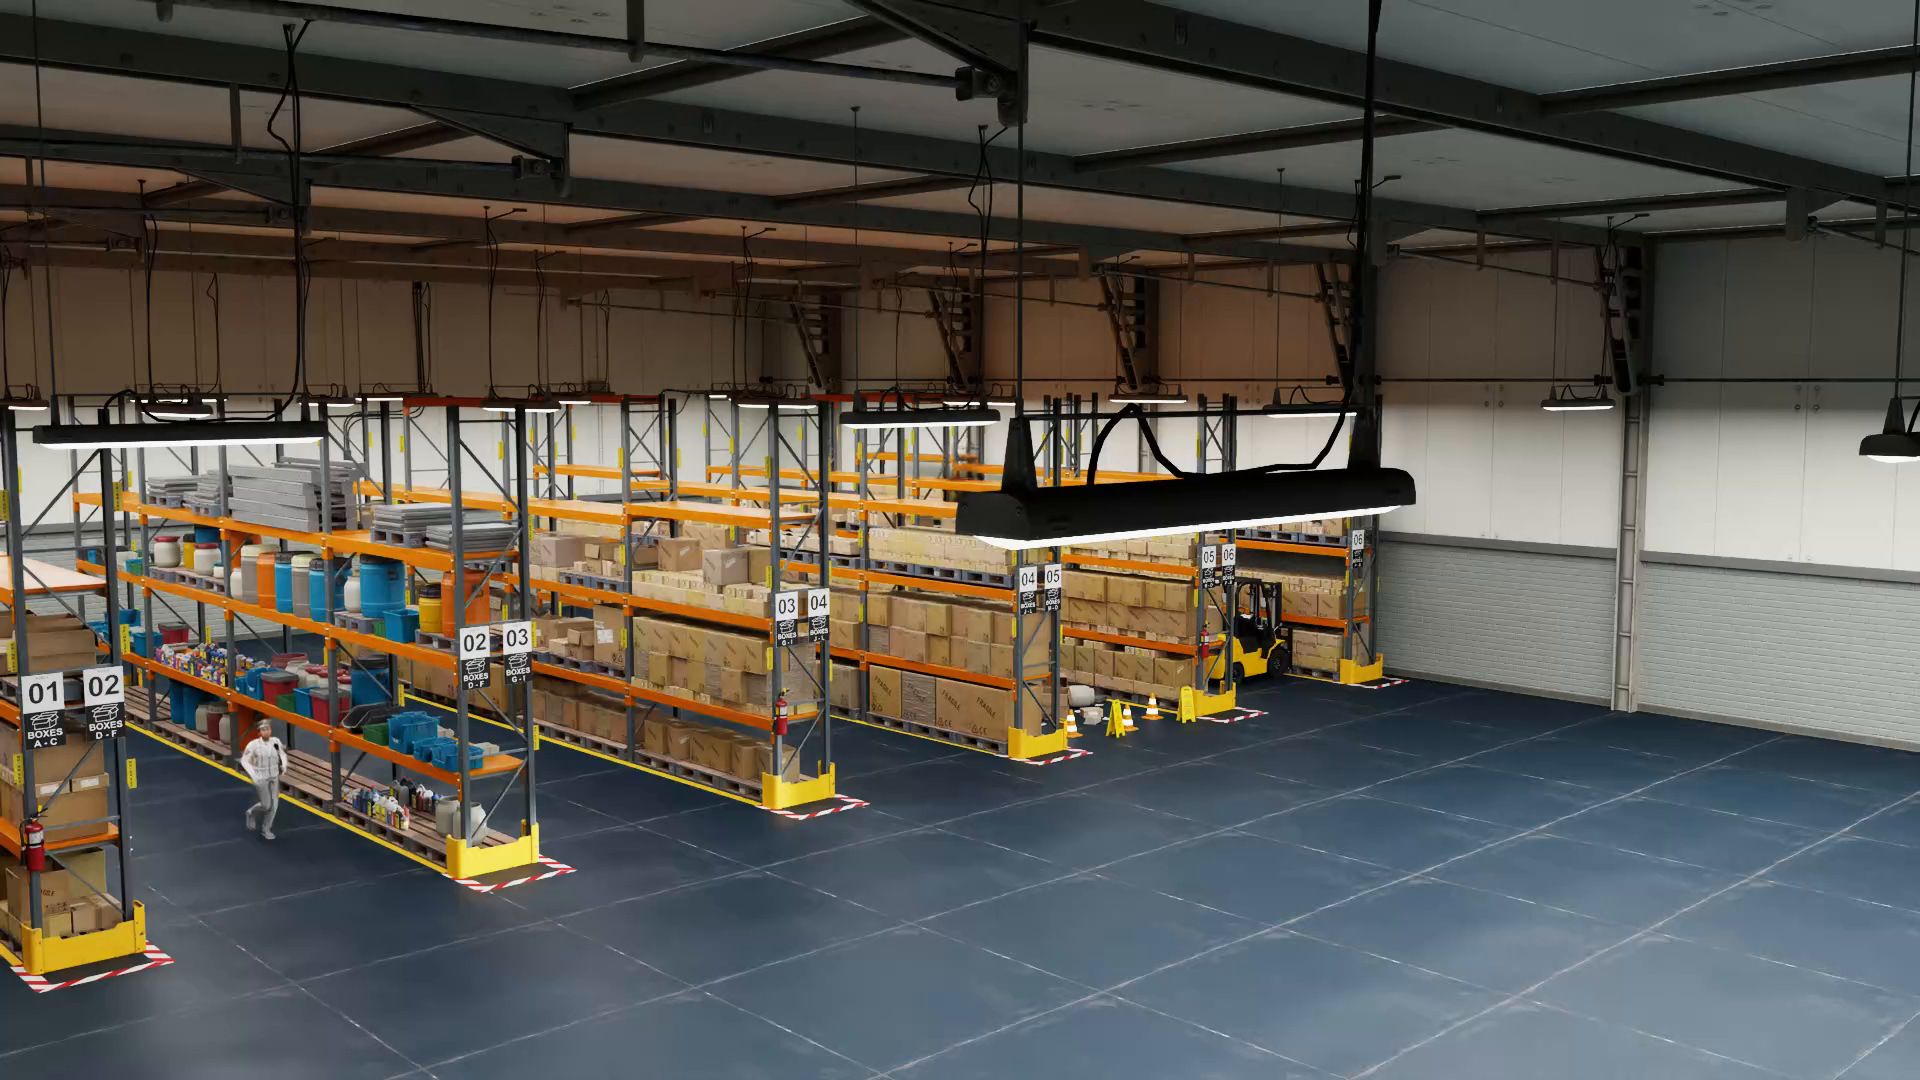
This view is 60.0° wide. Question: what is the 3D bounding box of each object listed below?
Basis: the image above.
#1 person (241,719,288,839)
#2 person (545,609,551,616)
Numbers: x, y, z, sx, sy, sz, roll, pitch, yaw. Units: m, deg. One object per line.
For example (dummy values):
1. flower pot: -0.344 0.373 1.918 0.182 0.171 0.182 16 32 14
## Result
1. person: -9.597 3.289 23.021 0.588 1.671 0.610 5 8 43
2. person: -8.403 2.247 34.016 0.629 1.702 0.609 5 7 41
